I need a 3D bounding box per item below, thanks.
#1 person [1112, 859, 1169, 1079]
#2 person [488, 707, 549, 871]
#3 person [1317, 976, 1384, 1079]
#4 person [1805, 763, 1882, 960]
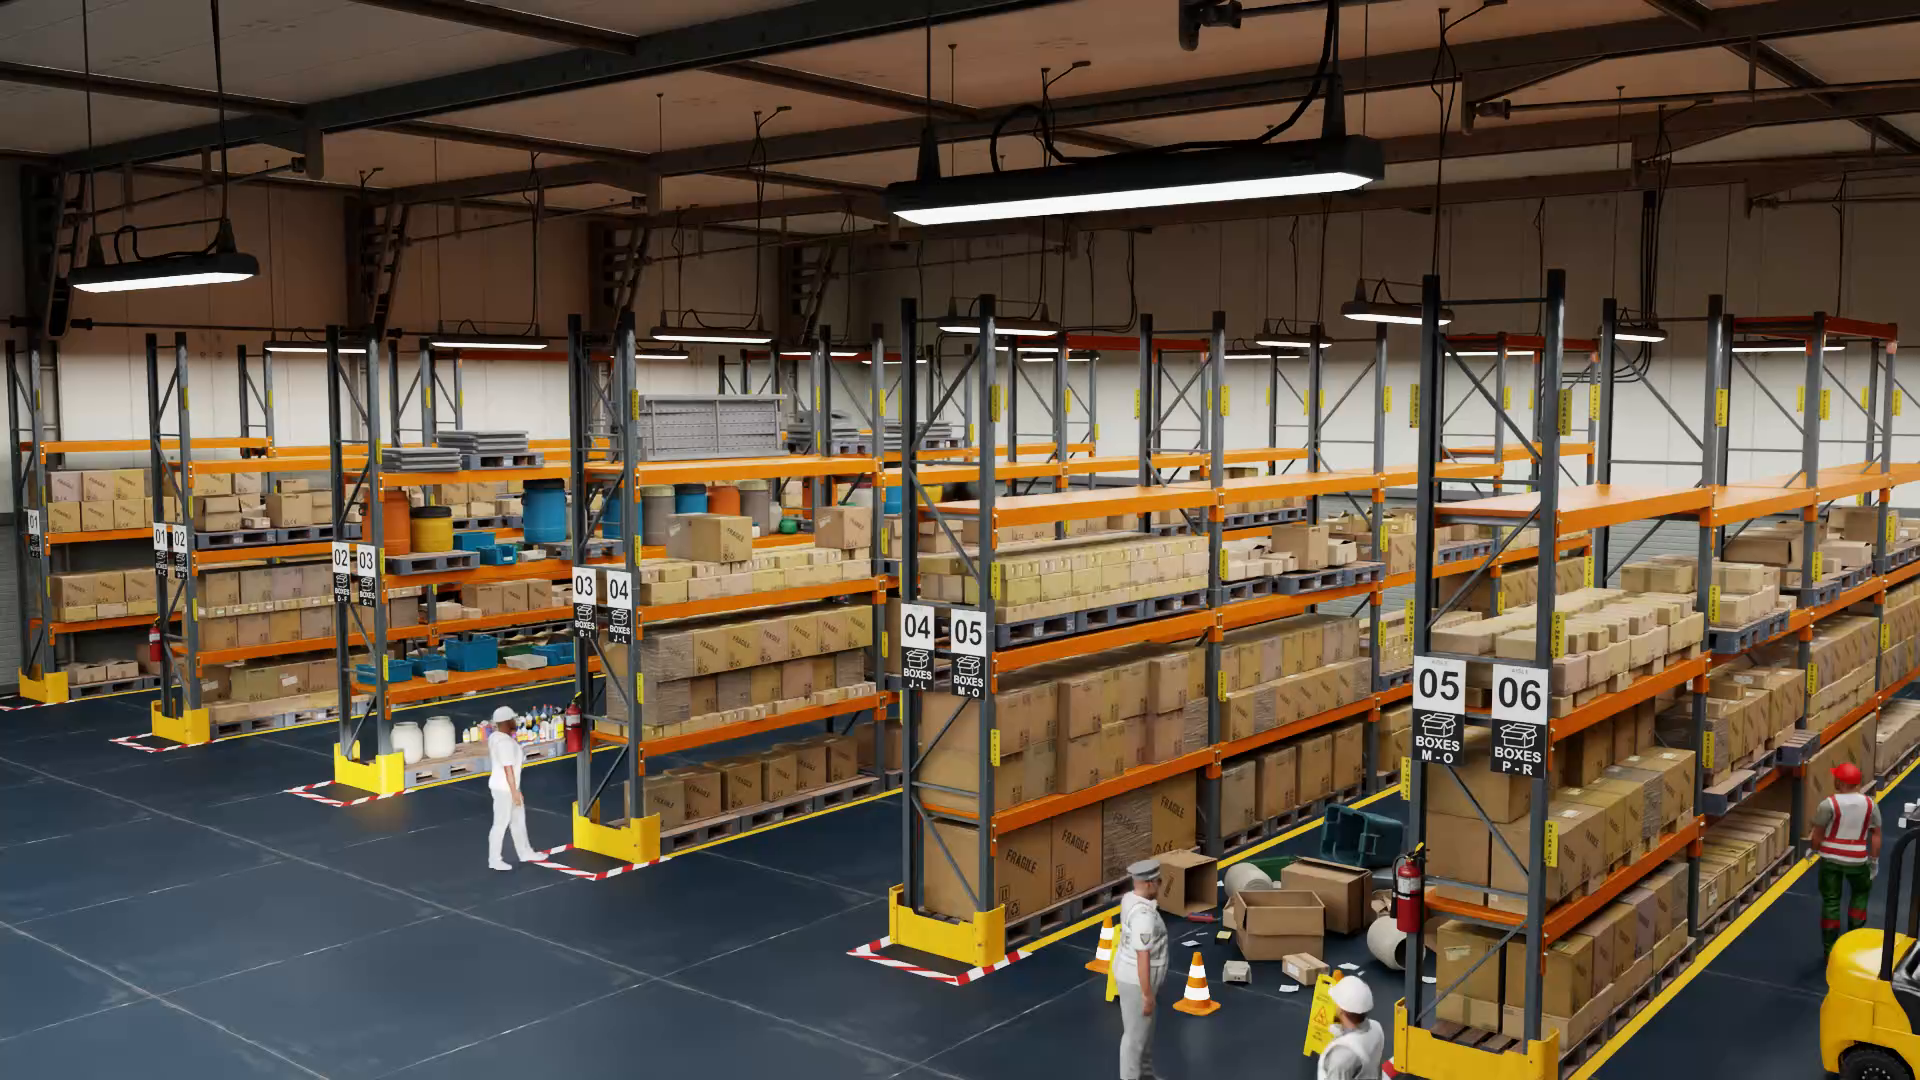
[{"bbox_3d":[1.350,3.210,12.097,0.475,1.793,0.562,0,5,2],"label":"person"},{"bbox_3d":[-4.819,2.670,18.025,0.608,1.756,0.643,-1,5,-6],"label":"person"},{"bbox_3d":[2.258,3.403,9.852,0.803,1.742,0.660,2,6,24],"label":"person"},{"bbox_3d":[7.995,2.912,15.083,0.621,1.819,0.536,4,6,35],"label":"person"}]
